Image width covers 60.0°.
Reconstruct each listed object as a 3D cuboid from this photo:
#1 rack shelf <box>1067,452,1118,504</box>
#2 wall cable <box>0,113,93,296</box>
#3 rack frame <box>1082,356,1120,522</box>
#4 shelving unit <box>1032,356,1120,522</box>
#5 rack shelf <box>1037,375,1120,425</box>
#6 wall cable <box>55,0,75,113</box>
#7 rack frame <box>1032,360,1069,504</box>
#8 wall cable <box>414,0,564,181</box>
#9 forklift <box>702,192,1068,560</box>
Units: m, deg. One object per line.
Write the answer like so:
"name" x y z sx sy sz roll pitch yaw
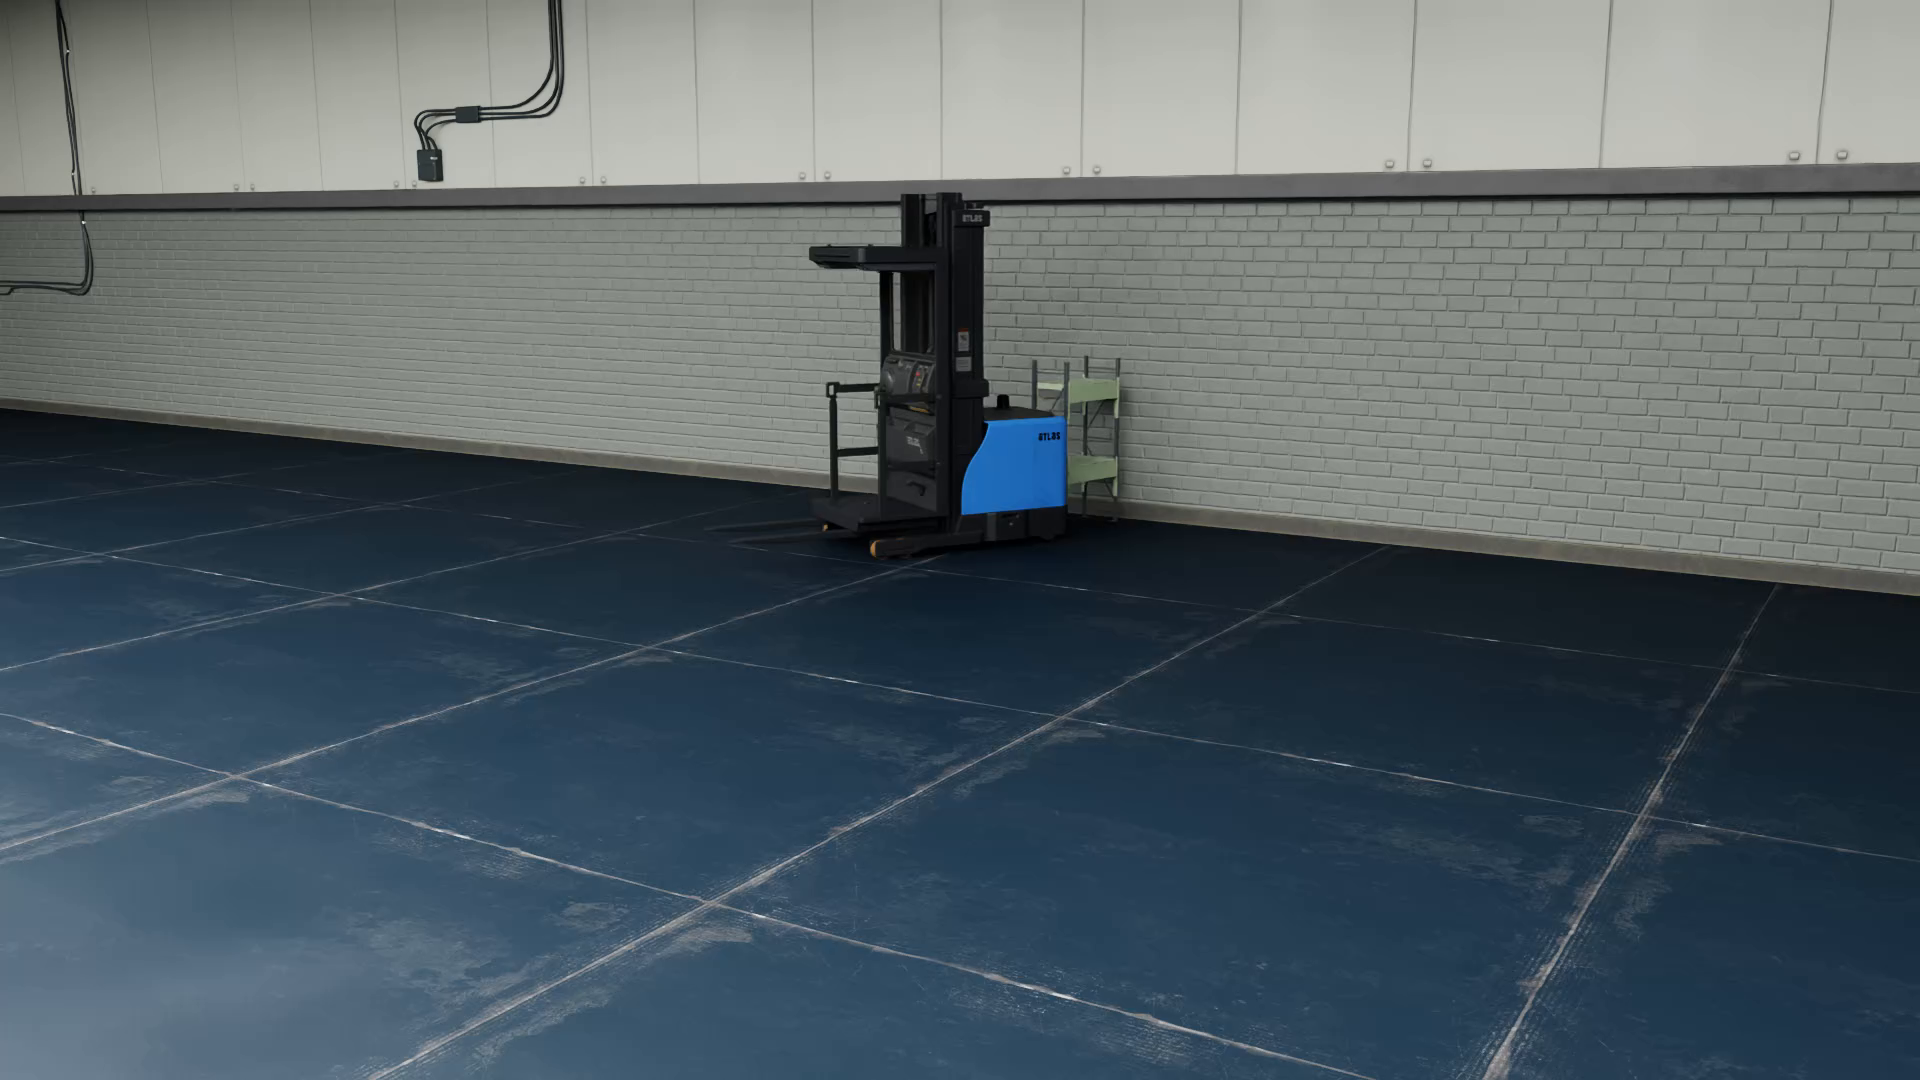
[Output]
"rack shelf" 1.044 -0.559 15.052 0.431 0.370 0.720 10 14 42
"wall cable" -13.443 -4.766 23.813 3.097 2.526 0.112 6 12 31
"rack frame" 1.292 -0.929 15.256 0.400 1.500 0.023 10 14 42
"shelving unit" 1.044 -0.880 14.992 0.431 1.500 0.755 10 14 42
"rack shelf" 1.044 -1.263 14.921 0.431 0.370 0.720 10 14 42
"wall cable" -11.131 -6.990 21.967 3.097 2.526 0.112 6 12 31
"rack frame" 0.795 -0.830 14.728 0.400 1.500 0.023 10 14 42
"wall cable" -5.338 -7.055 18.356 2.305 6.003 0.169 6 12 31
"forklift" -0.619 -1.387 13.814 3.031 2.935 1.130 -5 12 -27
